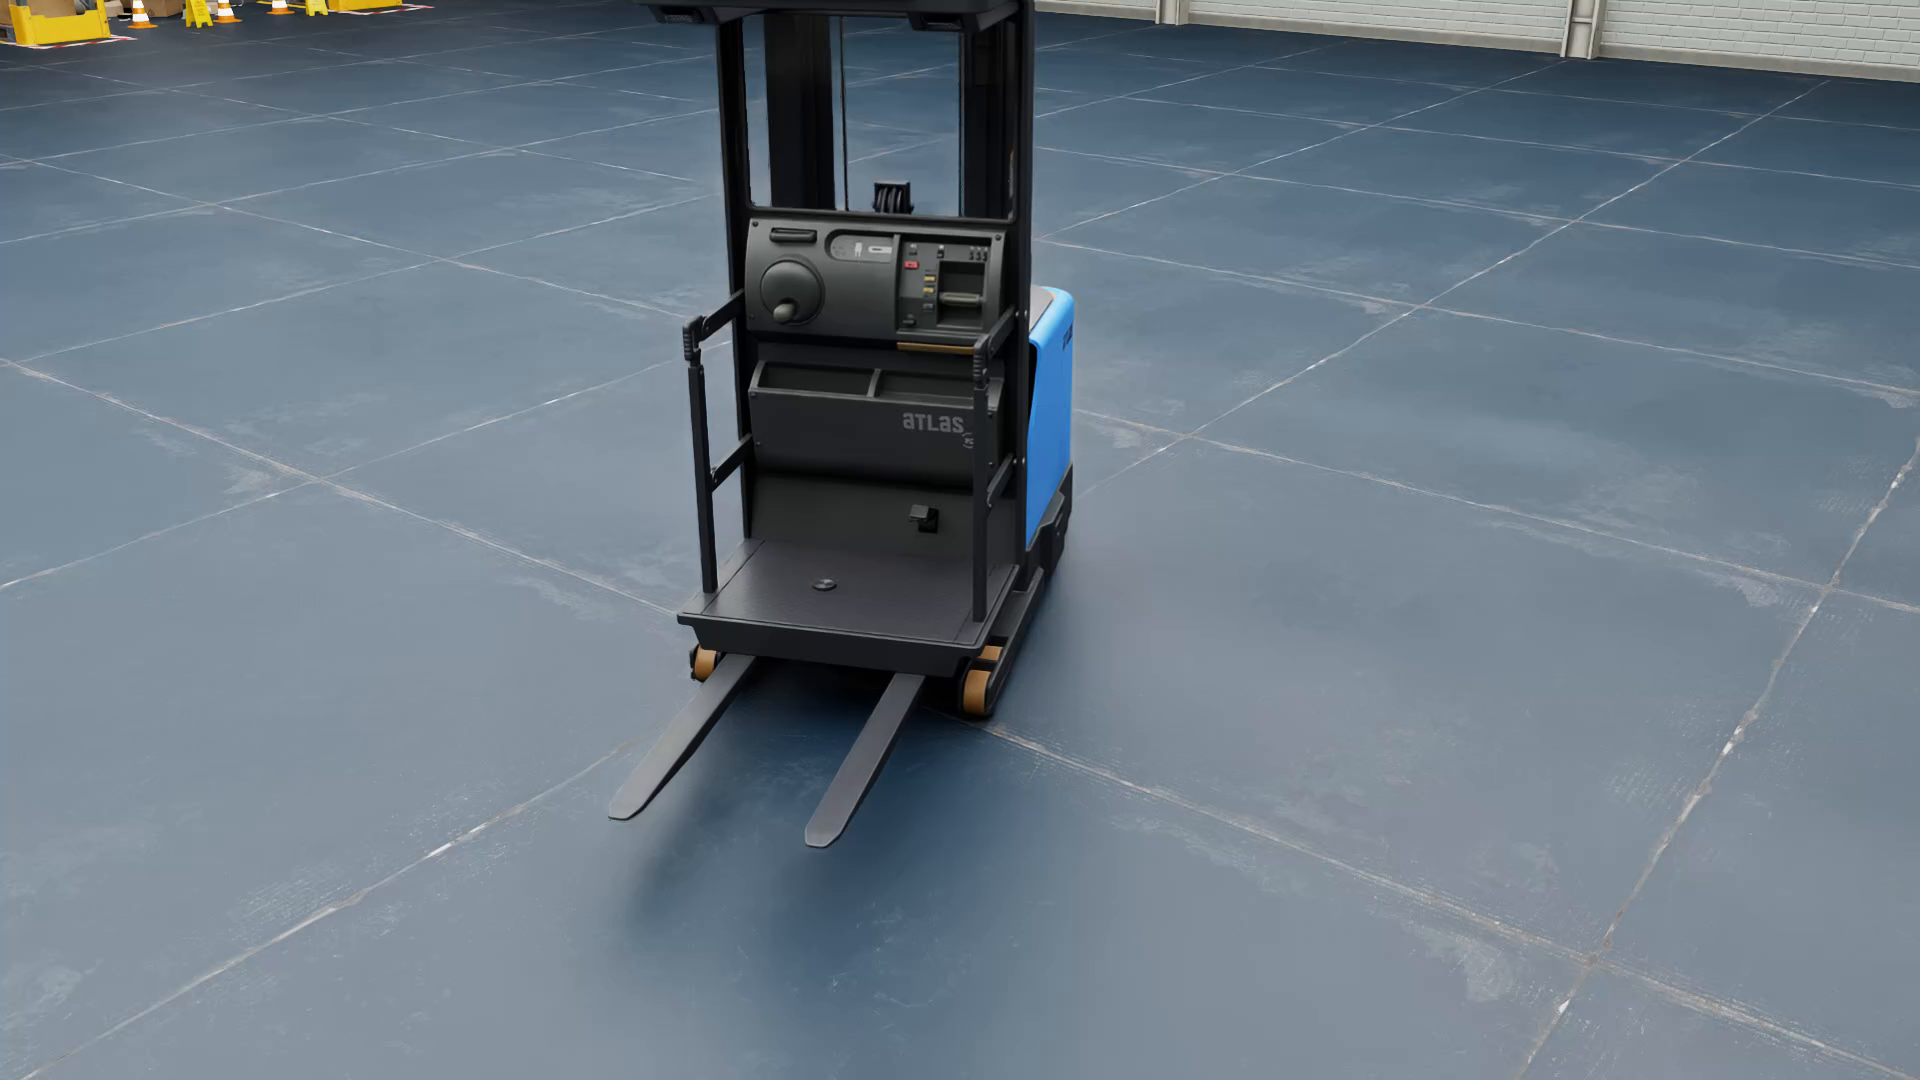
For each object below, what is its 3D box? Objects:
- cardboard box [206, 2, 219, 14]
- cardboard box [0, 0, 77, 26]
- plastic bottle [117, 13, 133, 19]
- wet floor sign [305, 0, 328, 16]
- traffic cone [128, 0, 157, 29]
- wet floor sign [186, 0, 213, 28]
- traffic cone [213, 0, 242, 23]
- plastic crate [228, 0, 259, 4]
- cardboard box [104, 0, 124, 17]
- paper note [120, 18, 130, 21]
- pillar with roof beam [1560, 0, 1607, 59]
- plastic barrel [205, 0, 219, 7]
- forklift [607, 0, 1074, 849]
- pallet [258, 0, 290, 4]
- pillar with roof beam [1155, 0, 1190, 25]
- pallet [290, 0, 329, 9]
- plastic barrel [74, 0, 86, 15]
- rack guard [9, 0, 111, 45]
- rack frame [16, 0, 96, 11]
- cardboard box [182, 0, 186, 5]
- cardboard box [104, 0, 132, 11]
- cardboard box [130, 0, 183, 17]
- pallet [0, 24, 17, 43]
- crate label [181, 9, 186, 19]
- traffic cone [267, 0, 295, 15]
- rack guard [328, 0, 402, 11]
[{"bbox_3d":[-11.680,-8.222,25.727,0.380,0.149,0.250,-10,26,-21],"label":"cardboard box"},{"bbox_3d":[-12.890,-7.603,22.900,0.875,0.875,0.875,17,29,34],"label":"cardboard box"},{"bbox_3d":[-12.659,-7.940,25.195,0.283,0.061,0.133,7,25,15],"label":"plastic bottle"},{"bbox_3d":[-9.910,-8.393,25.499,0.267,0.644,0.232,-15,28,-30],"label":"wet floor sign"},{"bbox_3d":[-11.881,-7.666,24.075,0.334,0.463,0.336,17,29,33],"label":"traffic cone"},{"bbox_3d":[-11.097,-7.795,24.141,0.232,0.644,0.267,12,26,24],"label":"wet floor sign"},{"bbox_3d":[-10.932,-7.948,24.716,0.334,0.463,0.336,17,29,33],"label":"traffic cone"},{"bbox_3d":[-11.856,-8.849,27.234,0.583,0.080,0.402,7,25,15],"label":"plastic crate"},{"bbox_3d":[-13.029,-8.135,25.384,0.396,0.266,0.258,-21,31,-39],"label":"cardboard box"},{"bbox_3d":[-12.511,-7.798,24.912,0.144,0.017,0.142,-15,28,-30],"label":"paper note"},{"bbox_3d":[5.359,-8.927,16.350,0.400,9.000,9.100,17,29,33],"label":"pillar with roof beam"},{"bbox_3d":[-11.981,-8.694,26.457,0.512,0.421,0.421,-5,24,-12],"label":"plastic barrel"},{"bbox_3d":[-0.351,-0.890,5.634,1.130,2.935,3.031,6,24,12],"label":"forklift"},{"bbox_3d":[-11.082,-9.107,27.658,1.213,0.211,1.003,17,29,33],"label":"pallet"},{"bbox_3d":[0.558,-10.378,19.643,0.400,9.000,9.100,17,29,33],"label":"pillar with roof beam"},{"bbox_3d":[-10.110,-8.812,26.988,1.213,0.211,1.003,17,29,33],"label":"pallet"},{"bbox_3d":[-13.681,-8.249,25.448,0.512,0.421,0.421,-5,24,-12],"label":"plastic barrel"},{"bbox_3d":[-12.289,-7.091,22.723,0.348,0.500,1.175,17,29,33],"label":"rack guard"},{"bbox_3d":[-12.308,-8.240,22.232,0.127,3.000,1.000,17,29,33],"label":"rack frame"},{"bbox_3d":[-12.580,-8.988,27.027,0.500,0.500,0.500,-5,24,-12],"label":"cardboard box"},{"bbox_3d":[-13.097,-8.613,26.006,0.503,0.637,0.797,17,29,33],"label":"cardboard box"},{"bbox_3d":[-12.344,-8.327,25.526,0.637,0.503,0.797,-1,24,-3],"label":"cardboard box"},{"bbox_3d":[-12.995,-7.132,23.176,1.213,0.211,1.003,17,29,33],"label":"pallet"},{"bbox_3d":[-11.598,-7.969,25.168,0.298,0.136,0.250,3,24,6],"label":"crate label"},{"bbox_3d":[-10.538,-8.389,25.715,0.334,0.463,0.336,17,29,33],"label":"traffic cone"},{"bbox_3d":[-9.481,-8.736,26.458,0.348,0.500,1.175,17,29,33],"label":"rack guard"}]
